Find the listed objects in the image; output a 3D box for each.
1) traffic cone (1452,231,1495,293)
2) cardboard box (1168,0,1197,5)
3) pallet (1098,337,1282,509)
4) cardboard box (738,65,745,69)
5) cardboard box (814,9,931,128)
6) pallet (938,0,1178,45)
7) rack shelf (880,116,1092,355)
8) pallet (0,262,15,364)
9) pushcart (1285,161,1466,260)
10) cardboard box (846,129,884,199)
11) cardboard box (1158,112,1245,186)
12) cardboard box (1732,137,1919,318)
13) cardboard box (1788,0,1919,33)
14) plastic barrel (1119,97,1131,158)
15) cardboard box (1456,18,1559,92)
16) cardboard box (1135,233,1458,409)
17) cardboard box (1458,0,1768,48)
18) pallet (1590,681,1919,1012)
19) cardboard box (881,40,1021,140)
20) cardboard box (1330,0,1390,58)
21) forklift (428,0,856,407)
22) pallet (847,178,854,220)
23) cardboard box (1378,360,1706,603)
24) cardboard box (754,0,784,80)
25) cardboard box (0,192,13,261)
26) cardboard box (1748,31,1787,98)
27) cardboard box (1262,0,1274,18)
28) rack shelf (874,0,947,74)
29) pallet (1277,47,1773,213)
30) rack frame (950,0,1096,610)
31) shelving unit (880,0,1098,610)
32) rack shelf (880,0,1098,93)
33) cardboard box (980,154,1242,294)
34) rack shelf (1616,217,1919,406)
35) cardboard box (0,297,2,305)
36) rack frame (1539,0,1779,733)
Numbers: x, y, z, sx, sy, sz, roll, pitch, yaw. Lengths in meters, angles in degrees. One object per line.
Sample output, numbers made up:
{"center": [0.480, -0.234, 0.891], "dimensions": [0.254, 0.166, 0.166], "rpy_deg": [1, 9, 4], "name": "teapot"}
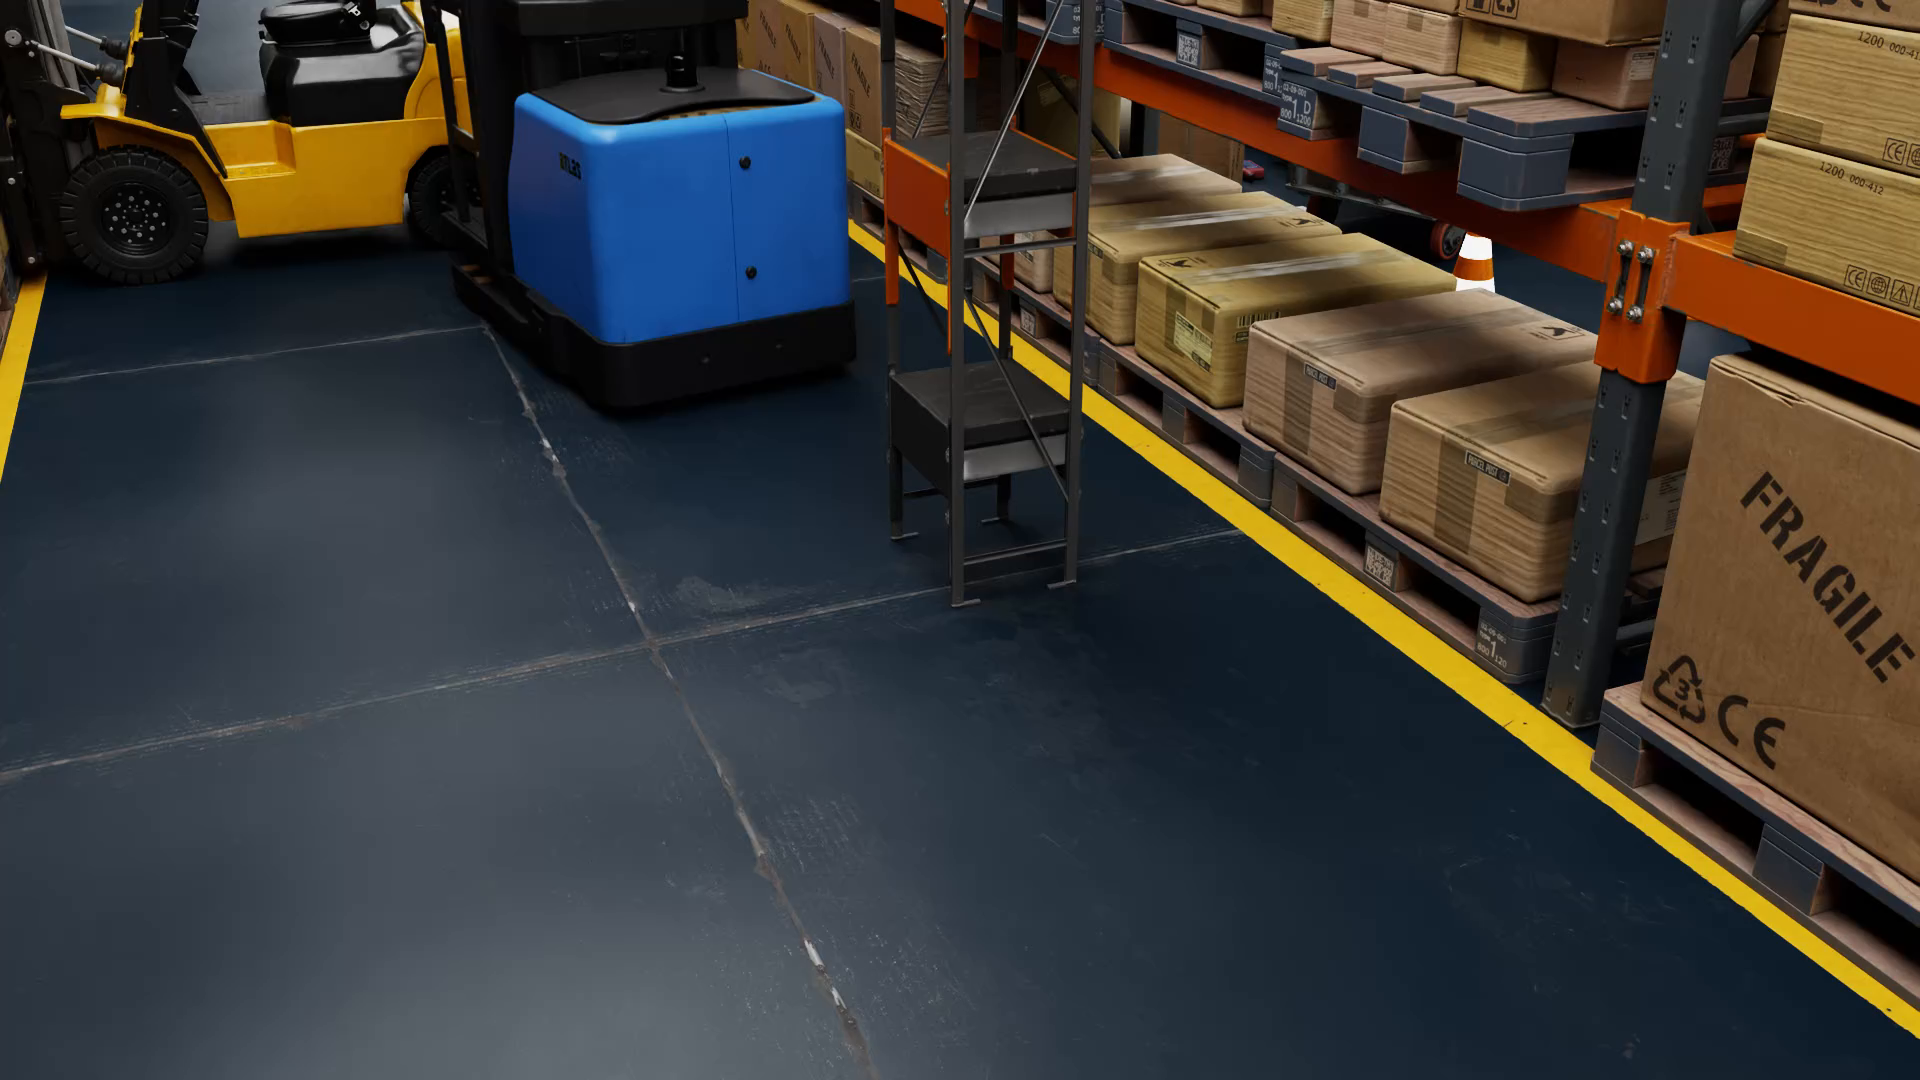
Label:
{"center": [2.204, -1.181, 7.142], "dimensions": [0.336, 0.463, 0.334], "rpy_deg": [-11, 28, -21], "name": "traffic cone"}
{"center": [0.841, -1.849, 5.425], "dimensions": [0.380, 0.149, 0.250], "rpy_deg": [-9, 28, -19], "name": "cardboard box"}
{"center": [1.219, -0.521, 6.076], "dimensions": [1.003, 0.211, 1.213], "rpy_deg": [-11, 28, -21], "name": "pallet"}
{"center": [-1.074, -2.776, 10.172], "dimensions": [0.500, 0.250, 0.500], "rpy_deg": [-11, 28, -21], "name": "cardboard box"}
{"center": [-0.450, -2.475, 8.701], "dimensions": [0.500, 0.500, 0.500], "rpy_deg": [-9, 27, -18], "name": "cardboard box"}
{"center": [0.596, -2.161, 6.477], "dimensions": [1.003, 0.211, 1.213], "rpy_deg": [-11, 28, -21], "name": "pallet"}
{"center": [0.065, -0.864, 4.658], "dimensions": [0.431, 0.518, 0.480], "rpy_deg": [-11, 28, -21], "name": "rack shelf"}
{"center": [-4.408, -0.802, 6.652], "dimensions": [1.003, 0.211, 1.213], "rpy_deg": [-11, 28, -21], "name": "pallet"}
{"center": [2.509, -1.815, 8.537], "dimensions": [1.648, 0.377, 0.936], "rpy_deg": [-22, 34, -38], "name": "pushcart"}
{"center": [-0.266, -1.940, 8.460], "dimensions": [0.500, 0.250, 0.500], "rpy_deg": [-11, 28, -22], "name": "cardboard box"}
{"center": [1.263, -2.125, 9.030], "dimensions": [0.500, 0.500, 0.500], "rpy_deg": [8, 27, 15], "name": "cardboard box"}
{"center": [1.957, -0.658, 3.350], "dimensions": [0.500, 0.250, 0.500], "rpy_deg": [-11, 28, -21], "name": "cardboard box"}
{"center": [1.965, -1.219, 3.075], "dimensions": [0.500, 0.500, 0.500], "rpy_deg": [-12, 28, -22], "name": "cardboard box"}
{"center": [1.066, -2.465, 9.815], "dimensions": [0.512, 0.421, 0.421], "rpy_deg": [8, 27, 15], "name": "plastic barrel"}
{"center": [1.481, -1.230, 4.158], "dimensions": [0.380, 0.149, 0.250], "rpy_deg": [-10, 28, -20], "name": "cardboard box"}
{"center": [1.197, -0.808, 6.002], "dimensions": [0.950, 0.372, 0.625], "rpy_deg": [-10, 28, -19], "name": "cardboard box"}
{"center": [1.563, -1.469, 3.909], "dimensions": [0.500, 0.500, 0.500], "rpy_deg": [-11, 28, -22], "name": "cardboard box"}
{"center": [2.237, 0.618, 3.744], "dimensions": [1.003, 0.211, 1.213], "rpy_deg": [-11, 28, -21], "name": "pallet"}
{"center": [-0.048, -2.064, 7.859], "dimensions": [0.500, 0.500, 0.500], "rpy_deg": [-11, 28, -21], "name": "cardboard box"}
{"center": [1.250, -1.427, 4.561], "dimensions": [0.380, 0.149, 0.250], "rpy_deg": [-12, 28, -23], "name": "cardboard box"}
{"center": [-1.610, -2.406, 6.836], "dimensions": [1.130, 2.935, 3.031], "rpy_deg": [-15, 30, -28], "name": "forklift"}
{"center": [-0.346, -2.086, 9.283], "dimensions": [1.003, 0.211, 1.213], "rpy_deg": [-11, 28, -21], "name": "pallet"}
{"center": [1.785, -0.204, 4.766], "dimensions": [0.950, 0.372, 0.625], "rpy_deg": [-13, 29, -24], "name": "cardboard box"}
{"center": [-0.856, -2.893, 9.557], "dimensions": [0.500, 0.500, 0.500], "rpy_deg": [-12, 28, -23], "name": "cardboard box"}
{"center": [-4.448, -1.339, 7.229], "dimensions": [0.500, 0.250, 0.500], "rpy_deg": [-10, 28, -20], "name": "cardboard box"}
{"center": [2.041, -1.205, 4.108], "dimensions": [0.380, 0.149, 0.250], "rpy_deg": [-12, 29, -24], "name": "cardboard box"}
{"center": [1.147, -1.659, 5.036], "dimensions": [0.380, 0.149, 0.250], "rpy_deg": [-10, 28, -20], "name": "cardboard box"}
{"center": [-0.353, -3.065, 8.929], "dimensions": [1.077, 0.370, 4.000], "rpy_deg": [-11, 28, -21], "name": "rack shelf"}
{"center": [1.620, -1.150, 4.404], "dimensions": [1.213, 0.211, 1.003], "rpy_deg": [-11, 28, -21], "name": "pallet"}
{"center": [0.160, -0.778, 4.451], "dimensions": [0.400, 2.100, 0.015], "rpy_deg": [-11, 28, -21], "name": "rack frame"}
{"center": [0.065, -0.877, 4.652], "dimensions": [0.431, 2.100, 0.503], "rpy_deg": [-11, 28, -21], "name": "shelving unit"}
{"center": [0.065, -1.493, 4.351], "dimensions": [0.431, 0.518, 0.480], "rpy_deg": [-11, 28, -21], "name": "rack shelf"}
{"center": [0.638, -1.378, 7.169], "dimensions": [0.950, 0.372, 0.625], "rpy_deg": [-10, 28, -20], "name": "cardboard box"}
{"center": [2.780, 0.164, 2.315], "dimensions": [1.077, 0.370, 4.000], "rpy_deg": [-11, 28, -21], "name": "rack shelf"}
{"center": [-4.020, -0.932, 6.396], "dimensions": [0.500, 0.250, 0.500], "rpy_deg": [-10, 28, -20], "name": "cardboard box"}
{"center": [1.997, -0.966, 3.810], "dimensions": [1.000, 3.000, 0.127], "rpy_deg": [-11, 28, -21], "name": "rack frame"}
